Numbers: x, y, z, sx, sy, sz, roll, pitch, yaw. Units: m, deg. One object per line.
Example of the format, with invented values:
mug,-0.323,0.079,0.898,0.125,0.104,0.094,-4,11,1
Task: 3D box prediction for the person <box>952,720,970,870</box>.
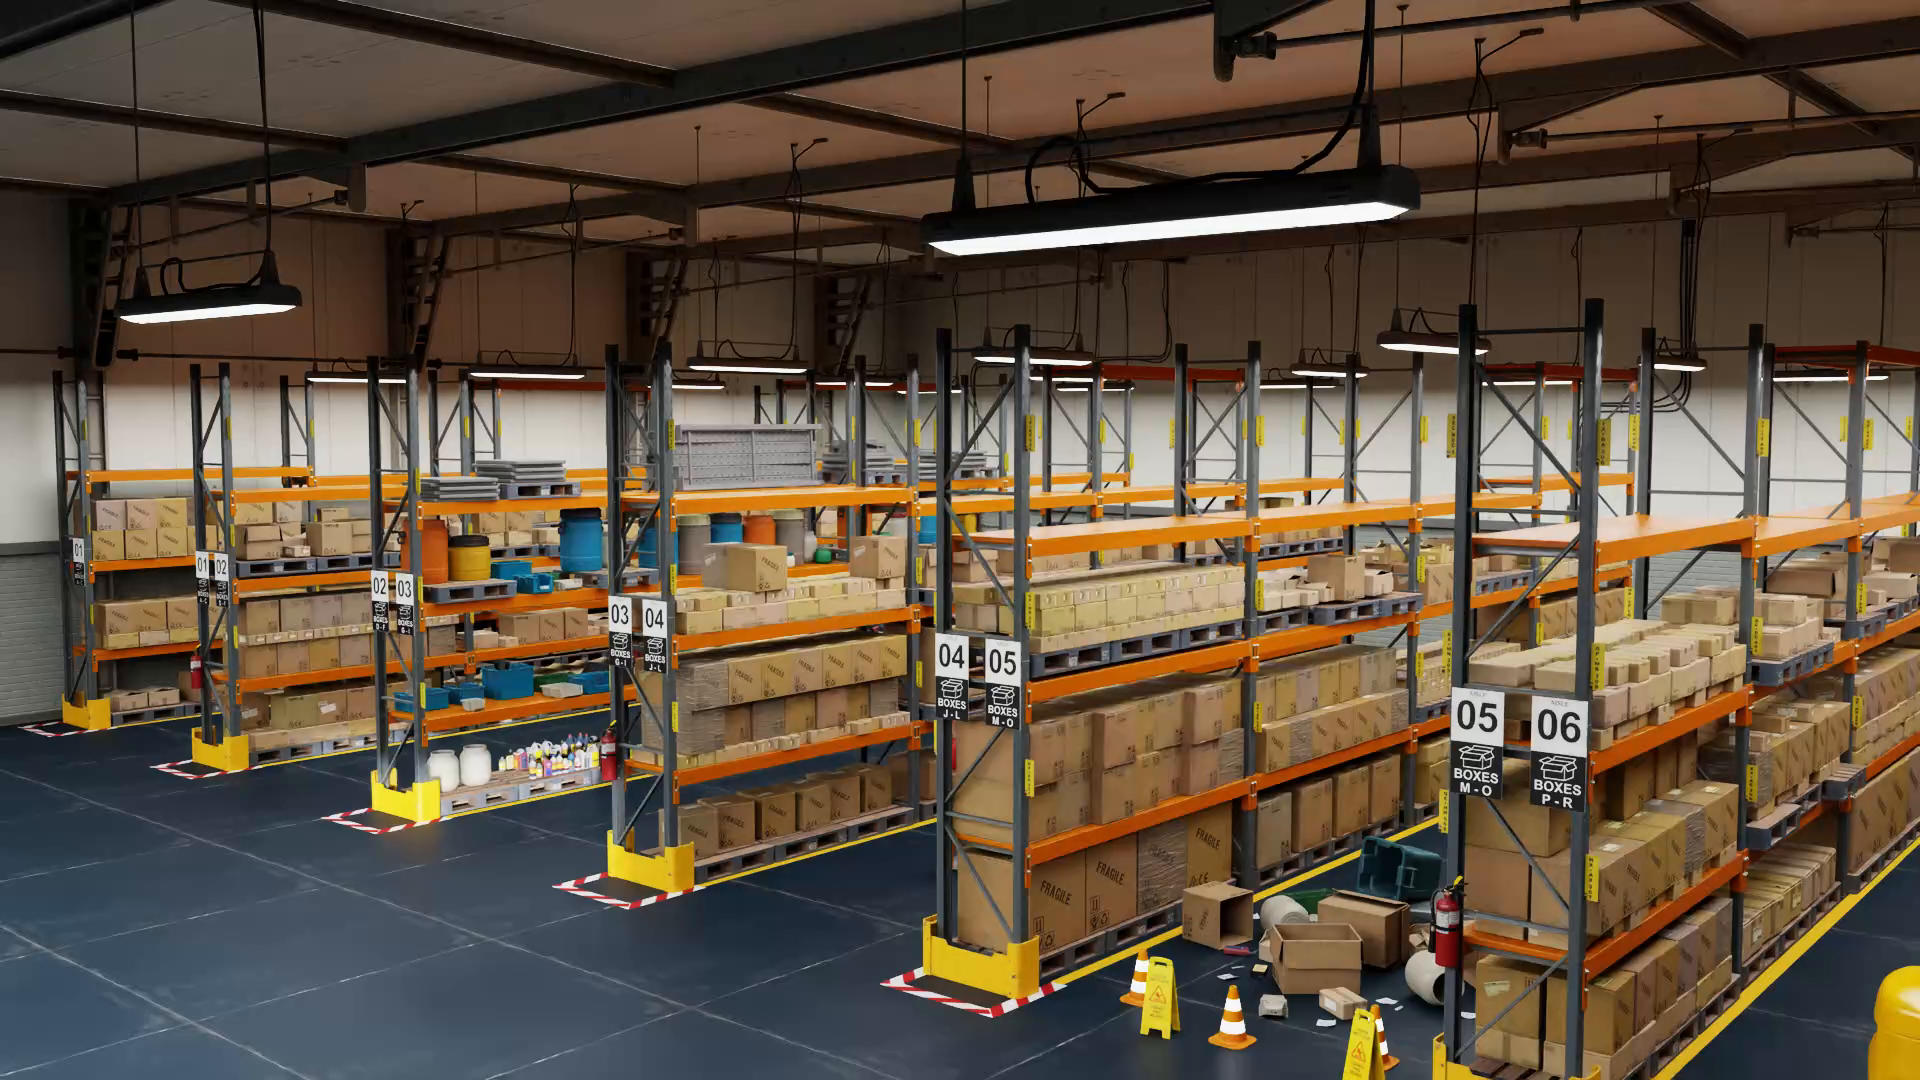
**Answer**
person,0.011,2.938,19.239,0.401,1.741,0.693,1,4,17
